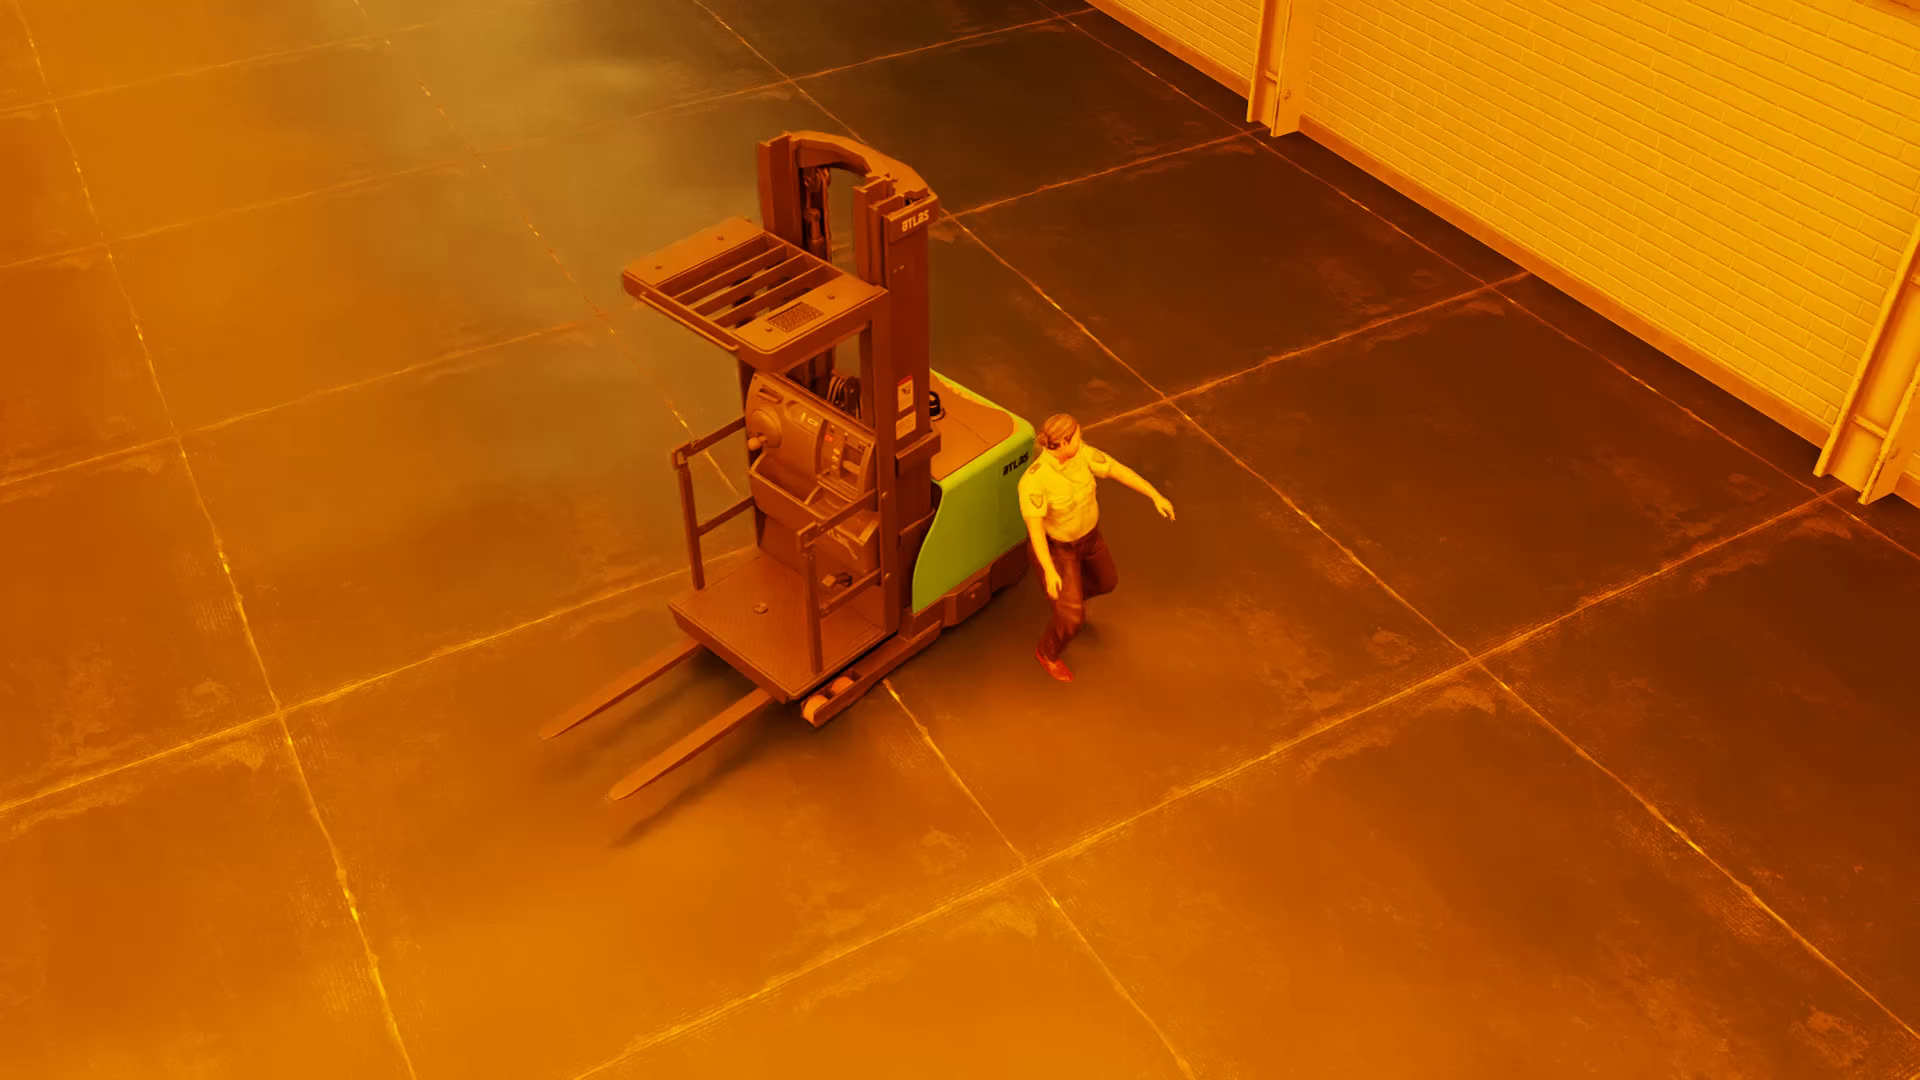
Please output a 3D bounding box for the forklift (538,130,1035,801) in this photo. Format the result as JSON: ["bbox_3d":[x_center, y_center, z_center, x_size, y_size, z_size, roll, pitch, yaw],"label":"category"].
[{"bbox_3d":[-0.939,-0.485,8.621,1.130,2.935,3.031,31,49,32],"label":"forklift"}]

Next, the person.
[{"bbox_3d":[0.634,0.099,9.102,0.718,1.580,0.830,32,49,33],"label":"person"}]
